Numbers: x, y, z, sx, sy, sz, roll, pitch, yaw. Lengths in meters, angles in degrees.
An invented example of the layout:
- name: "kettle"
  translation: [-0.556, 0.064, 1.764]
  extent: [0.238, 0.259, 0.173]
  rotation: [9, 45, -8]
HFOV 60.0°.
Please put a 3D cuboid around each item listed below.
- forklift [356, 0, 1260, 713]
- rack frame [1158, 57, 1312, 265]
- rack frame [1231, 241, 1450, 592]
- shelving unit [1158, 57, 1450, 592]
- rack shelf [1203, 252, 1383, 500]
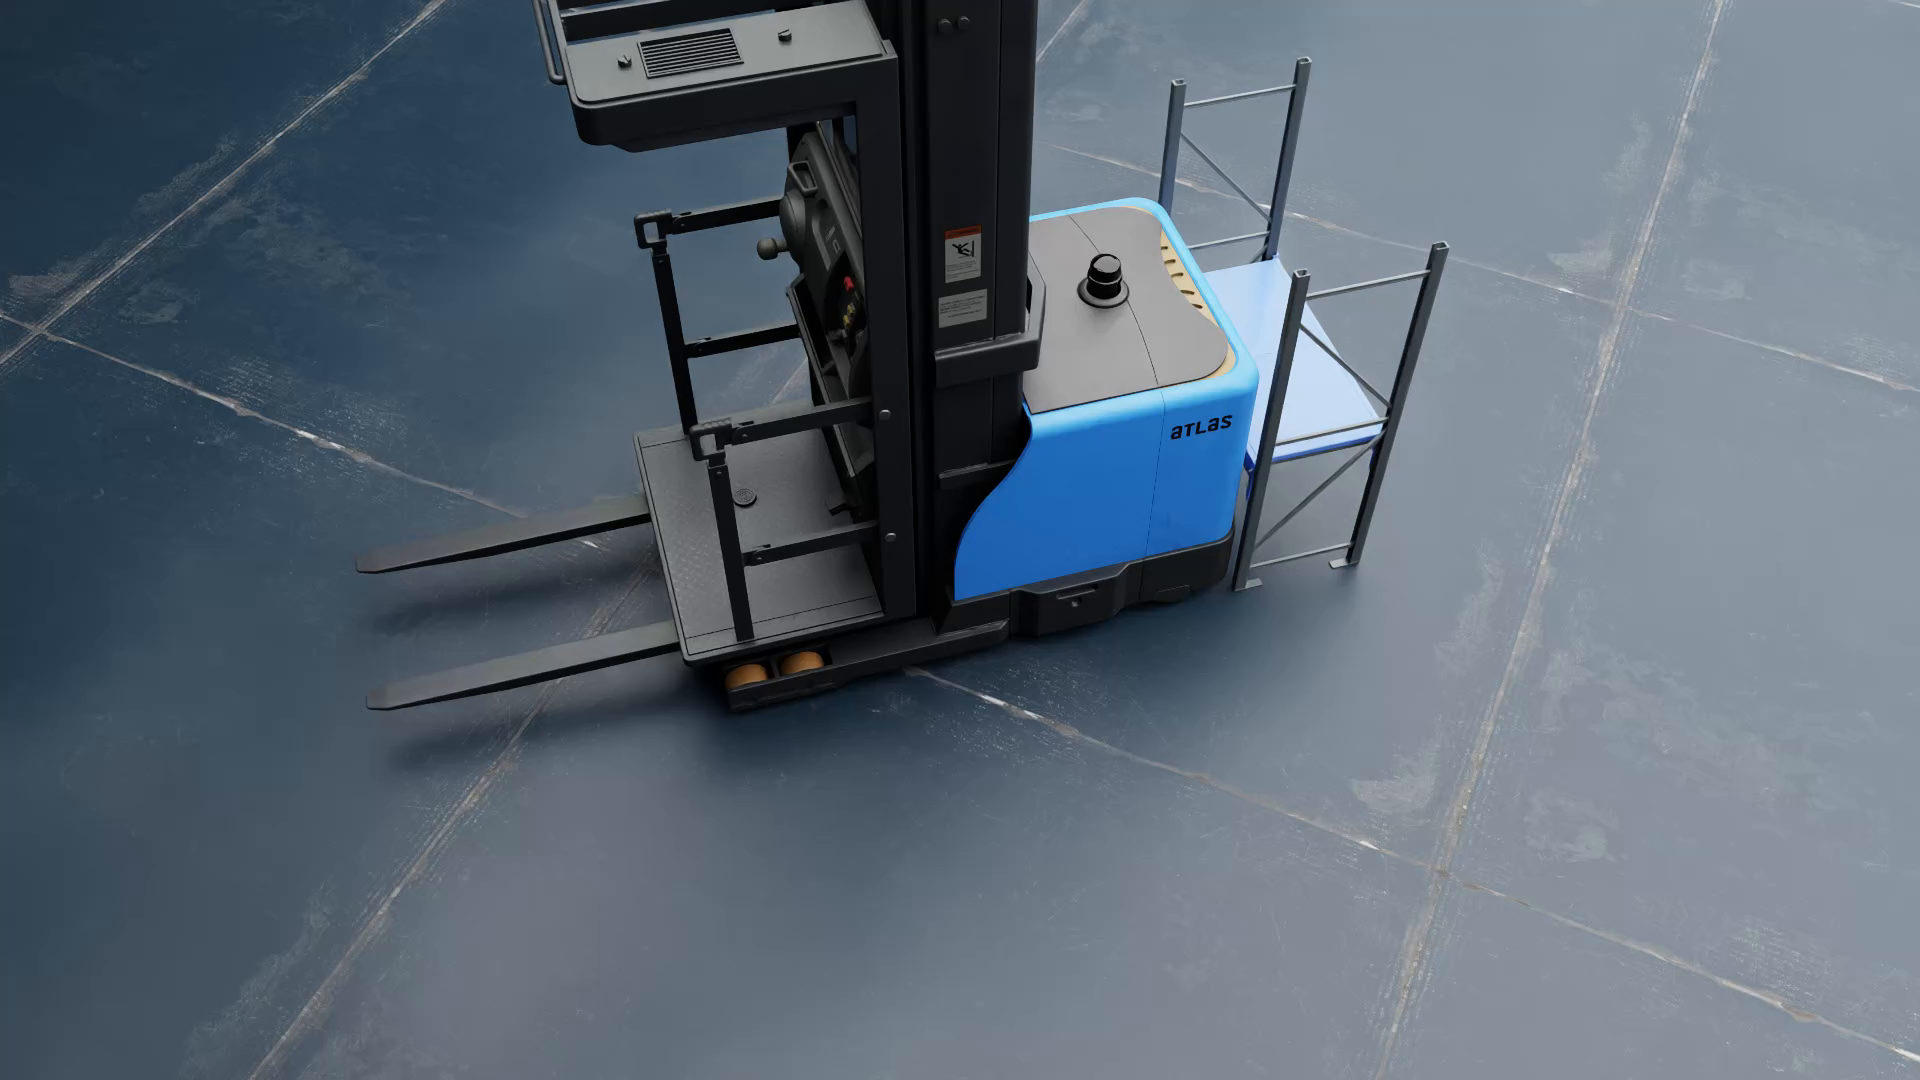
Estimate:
- name: "forklift"
  translation: [-0.597, -0.817, 5.020]
  extent: [3.031, 2.935, 1.130]
  rotation: [-13, 51, -11]
- name: "rack frame"
  translation: [0.956, -1.103, 6.204]
  extent: [0.500, 1.500, 0.032]
  rotation: [-12, 51, -10]
- name: "rack frame"
  translation: [1.240, -0.359, 5.571]
  extent: [0.500, 1.500, 0.032]
  rotation: [-12, 51, -10]
- name: "shelving unit"
  translation: [1.098, -0.731, 5.887]
  extent: [0.538, 1.500, 1.048]
  rotation: [-12, 51, -10]
- name: "rack shelf"
  translation: [1.098, -0.615, 6.024]
  extent: [0.538, 0.185, 1.000]
  rotation: [-12, 51, -10]
